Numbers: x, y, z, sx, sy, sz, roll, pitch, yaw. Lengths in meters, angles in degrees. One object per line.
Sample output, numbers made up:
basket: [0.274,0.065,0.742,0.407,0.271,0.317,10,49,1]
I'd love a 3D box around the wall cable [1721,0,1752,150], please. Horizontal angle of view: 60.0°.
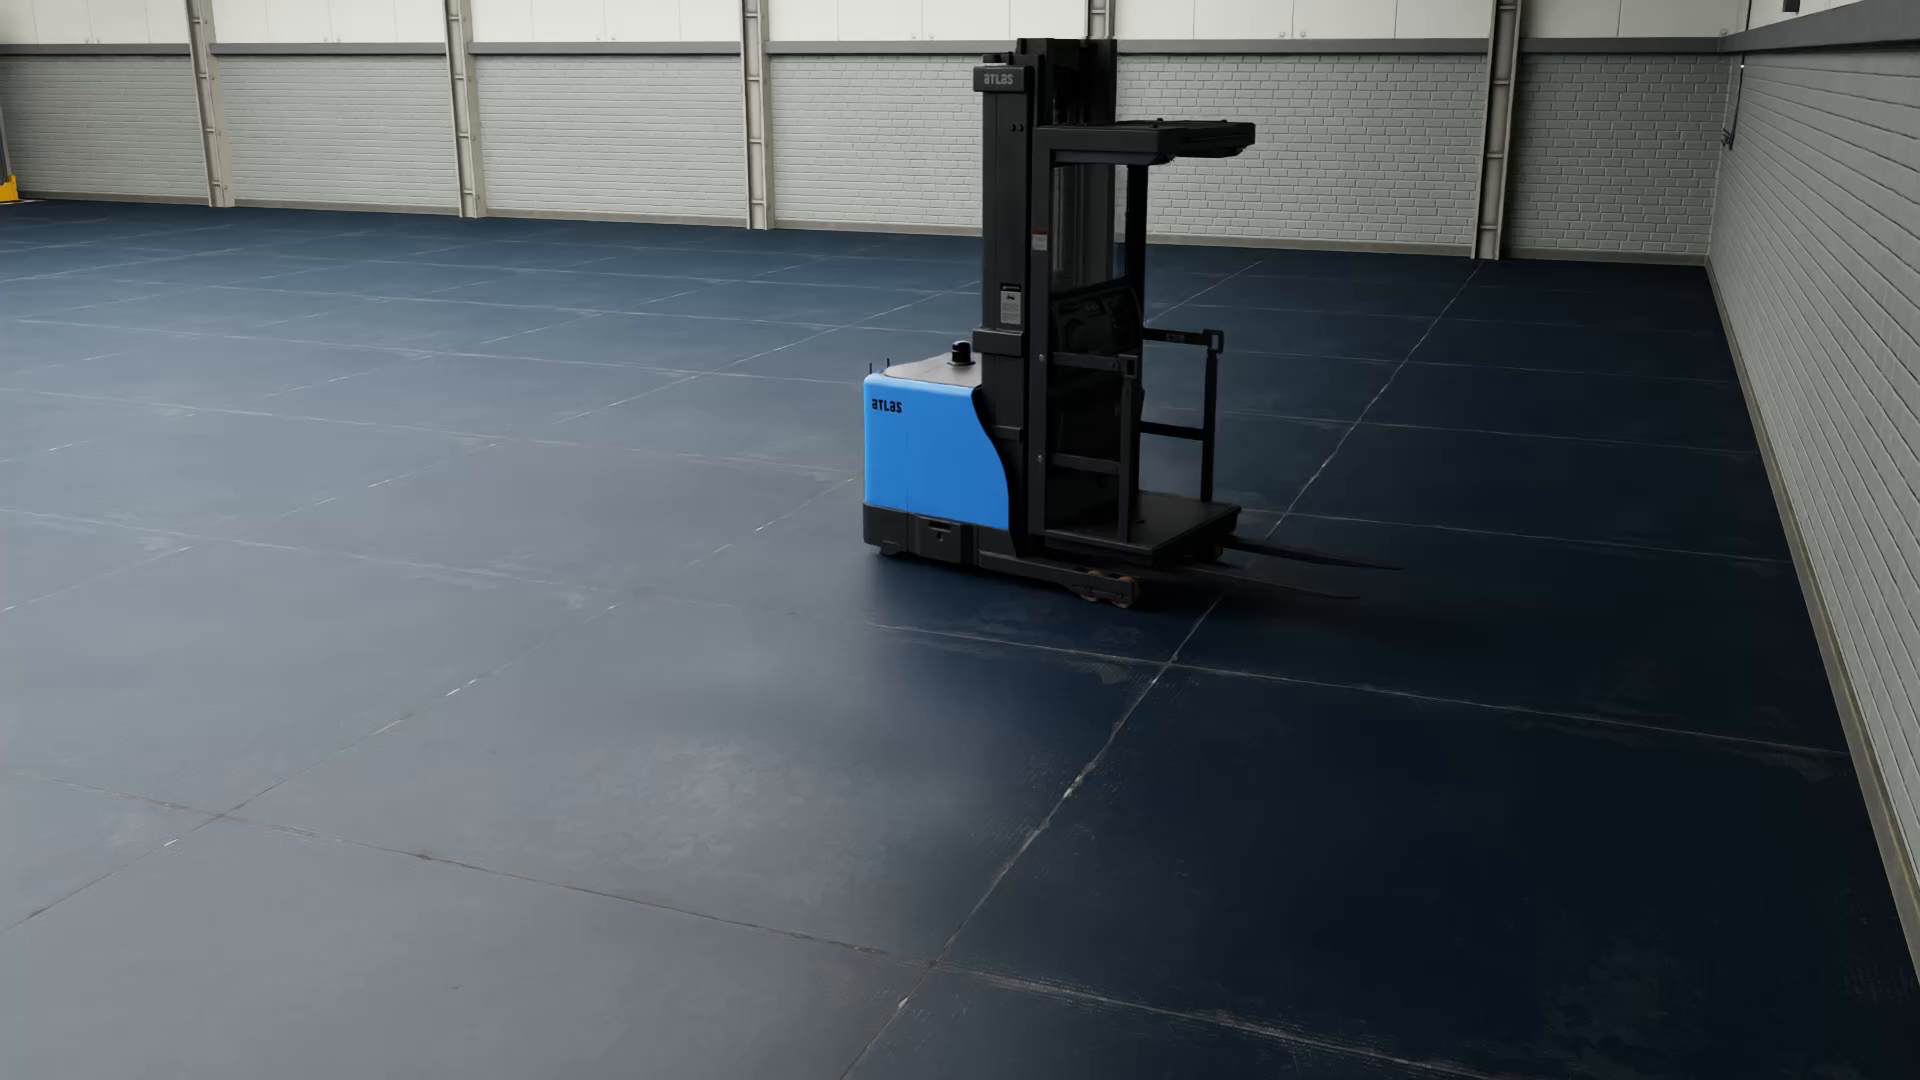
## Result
wall cable: [9.988,-6.334,21.420,0.112,2.526,3.097,6,17,21]

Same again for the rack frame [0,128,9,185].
rack frame: [-19.858,-8.352,33.564,0.127,3.000,1.000,6,17,21]

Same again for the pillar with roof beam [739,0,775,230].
pillar with roof beam: [-5.010,-8.581,23.589,0.400,9.000,9.100,6,17,21]

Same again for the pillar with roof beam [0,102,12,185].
pillar with roof beam: [-21.754,-10.422,29.932,0.400,9.000,9.100,6,17,21]

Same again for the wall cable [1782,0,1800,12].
wall cable: [6.490,-6.998,12.038,0.169,6.003,2.305,6,17,21]

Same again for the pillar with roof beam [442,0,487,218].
pillar with roof beam: [-10.591,-9.194,25.704,0.400,9.000,9.100,6,17,21]

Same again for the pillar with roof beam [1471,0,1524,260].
pillar with roof beam: [6.153,-7.353,19.361,0.400,9.000,9.100,6,17,21]

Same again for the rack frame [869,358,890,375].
rack frame: [-0.495,-0.600,10.359,0.008,1.050,0.200,11,19,33]

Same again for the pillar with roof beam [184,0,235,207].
pillar with roof beam: [-16.173,-9.808,27.818,0.400,9.000,9.100,6,17,21]

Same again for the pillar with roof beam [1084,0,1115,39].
pillar with roof beam: [0.572,-7.967,21.475,0.400,9.000,9.100,6,17,21]

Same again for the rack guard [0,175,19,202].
rack guard: [-19.835,-7.149,33.904,0.348,0.500,1.175,6,17,21]

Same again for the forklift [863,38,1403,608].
forklift: [0.931,-1.212,9.093,3.031,2.935,1.130,11,19,33]

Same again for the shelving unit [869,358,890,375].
shelving unit: [-0.394,-0.581,10.293,0.252,1.050,0.215,11,19,33]
